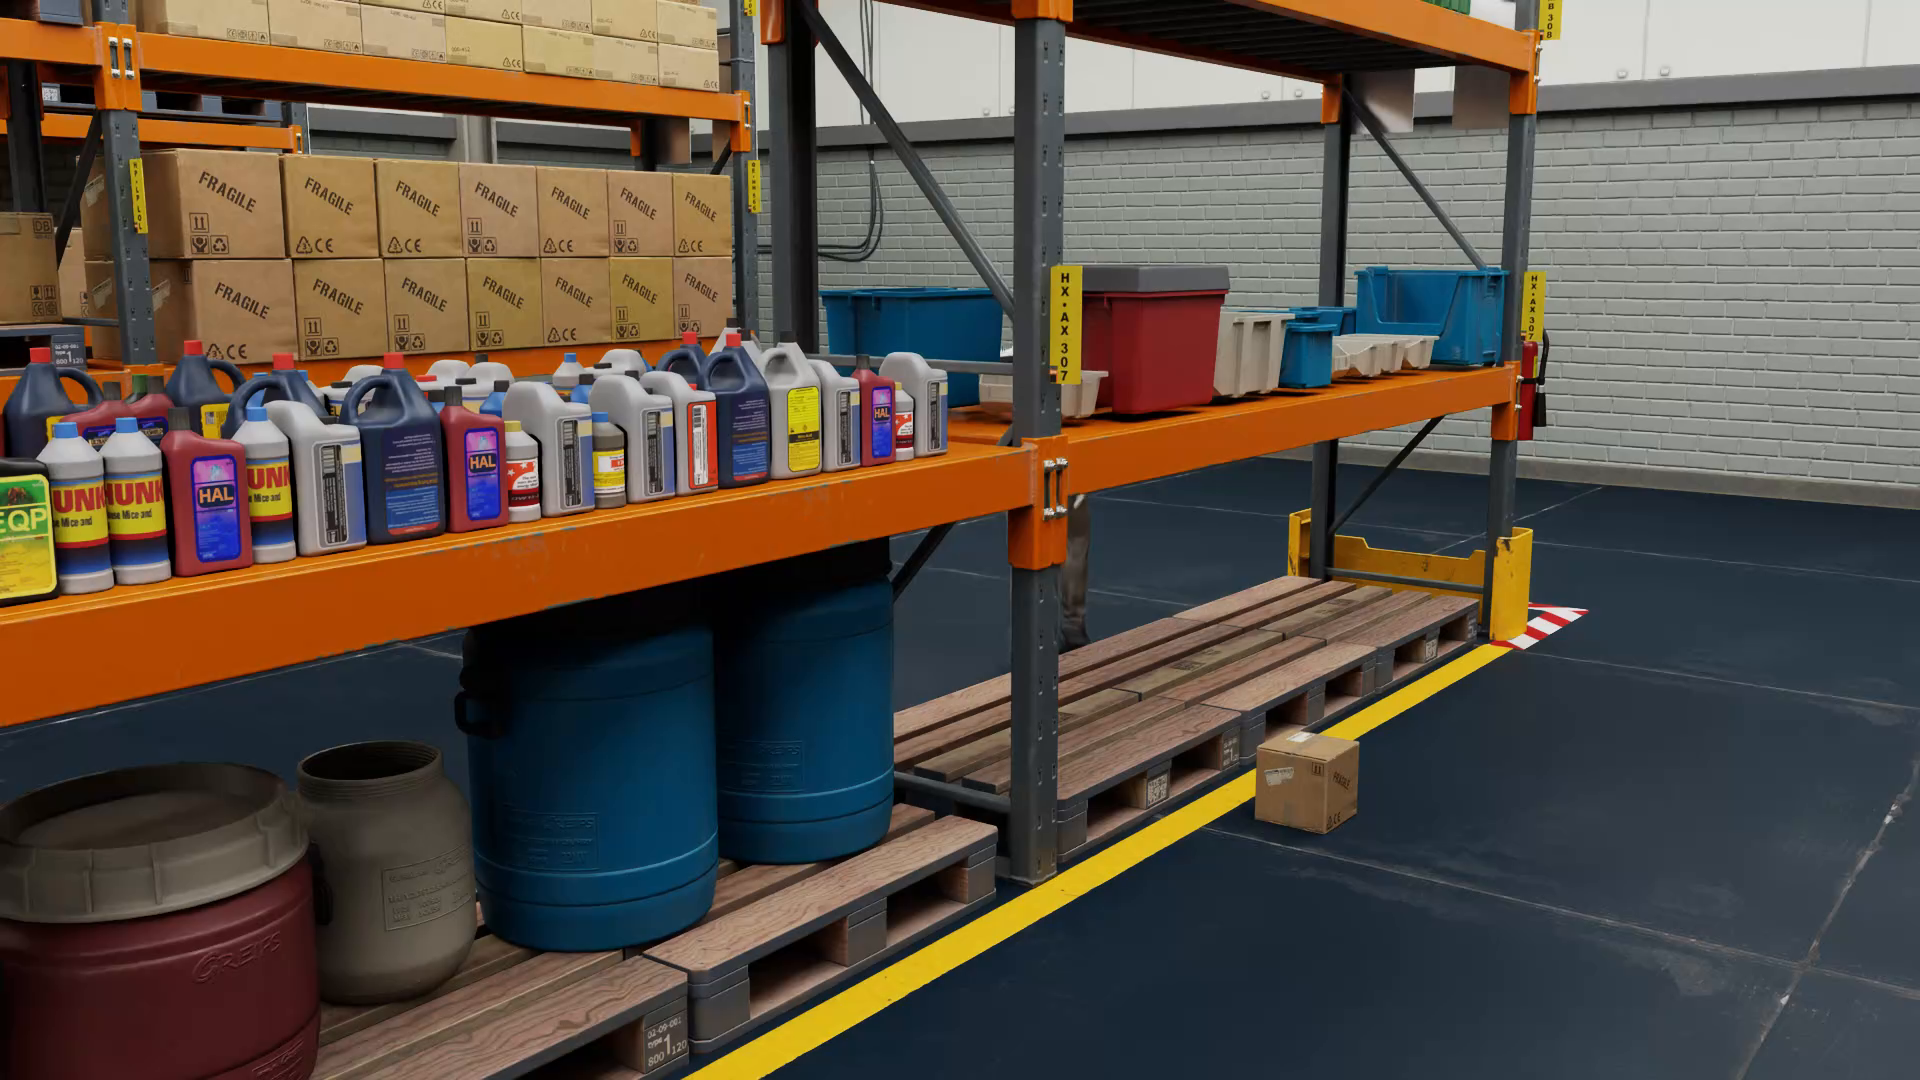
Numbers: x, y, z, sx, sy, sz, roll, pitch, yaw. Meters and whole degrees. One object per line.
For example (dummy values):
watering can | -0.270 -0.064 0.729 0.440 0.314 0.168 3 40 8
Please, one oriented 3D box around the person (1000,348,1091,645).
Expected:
person | 0.383 -0.295 7.593 0.496 1.745 0.590 3 10 15
